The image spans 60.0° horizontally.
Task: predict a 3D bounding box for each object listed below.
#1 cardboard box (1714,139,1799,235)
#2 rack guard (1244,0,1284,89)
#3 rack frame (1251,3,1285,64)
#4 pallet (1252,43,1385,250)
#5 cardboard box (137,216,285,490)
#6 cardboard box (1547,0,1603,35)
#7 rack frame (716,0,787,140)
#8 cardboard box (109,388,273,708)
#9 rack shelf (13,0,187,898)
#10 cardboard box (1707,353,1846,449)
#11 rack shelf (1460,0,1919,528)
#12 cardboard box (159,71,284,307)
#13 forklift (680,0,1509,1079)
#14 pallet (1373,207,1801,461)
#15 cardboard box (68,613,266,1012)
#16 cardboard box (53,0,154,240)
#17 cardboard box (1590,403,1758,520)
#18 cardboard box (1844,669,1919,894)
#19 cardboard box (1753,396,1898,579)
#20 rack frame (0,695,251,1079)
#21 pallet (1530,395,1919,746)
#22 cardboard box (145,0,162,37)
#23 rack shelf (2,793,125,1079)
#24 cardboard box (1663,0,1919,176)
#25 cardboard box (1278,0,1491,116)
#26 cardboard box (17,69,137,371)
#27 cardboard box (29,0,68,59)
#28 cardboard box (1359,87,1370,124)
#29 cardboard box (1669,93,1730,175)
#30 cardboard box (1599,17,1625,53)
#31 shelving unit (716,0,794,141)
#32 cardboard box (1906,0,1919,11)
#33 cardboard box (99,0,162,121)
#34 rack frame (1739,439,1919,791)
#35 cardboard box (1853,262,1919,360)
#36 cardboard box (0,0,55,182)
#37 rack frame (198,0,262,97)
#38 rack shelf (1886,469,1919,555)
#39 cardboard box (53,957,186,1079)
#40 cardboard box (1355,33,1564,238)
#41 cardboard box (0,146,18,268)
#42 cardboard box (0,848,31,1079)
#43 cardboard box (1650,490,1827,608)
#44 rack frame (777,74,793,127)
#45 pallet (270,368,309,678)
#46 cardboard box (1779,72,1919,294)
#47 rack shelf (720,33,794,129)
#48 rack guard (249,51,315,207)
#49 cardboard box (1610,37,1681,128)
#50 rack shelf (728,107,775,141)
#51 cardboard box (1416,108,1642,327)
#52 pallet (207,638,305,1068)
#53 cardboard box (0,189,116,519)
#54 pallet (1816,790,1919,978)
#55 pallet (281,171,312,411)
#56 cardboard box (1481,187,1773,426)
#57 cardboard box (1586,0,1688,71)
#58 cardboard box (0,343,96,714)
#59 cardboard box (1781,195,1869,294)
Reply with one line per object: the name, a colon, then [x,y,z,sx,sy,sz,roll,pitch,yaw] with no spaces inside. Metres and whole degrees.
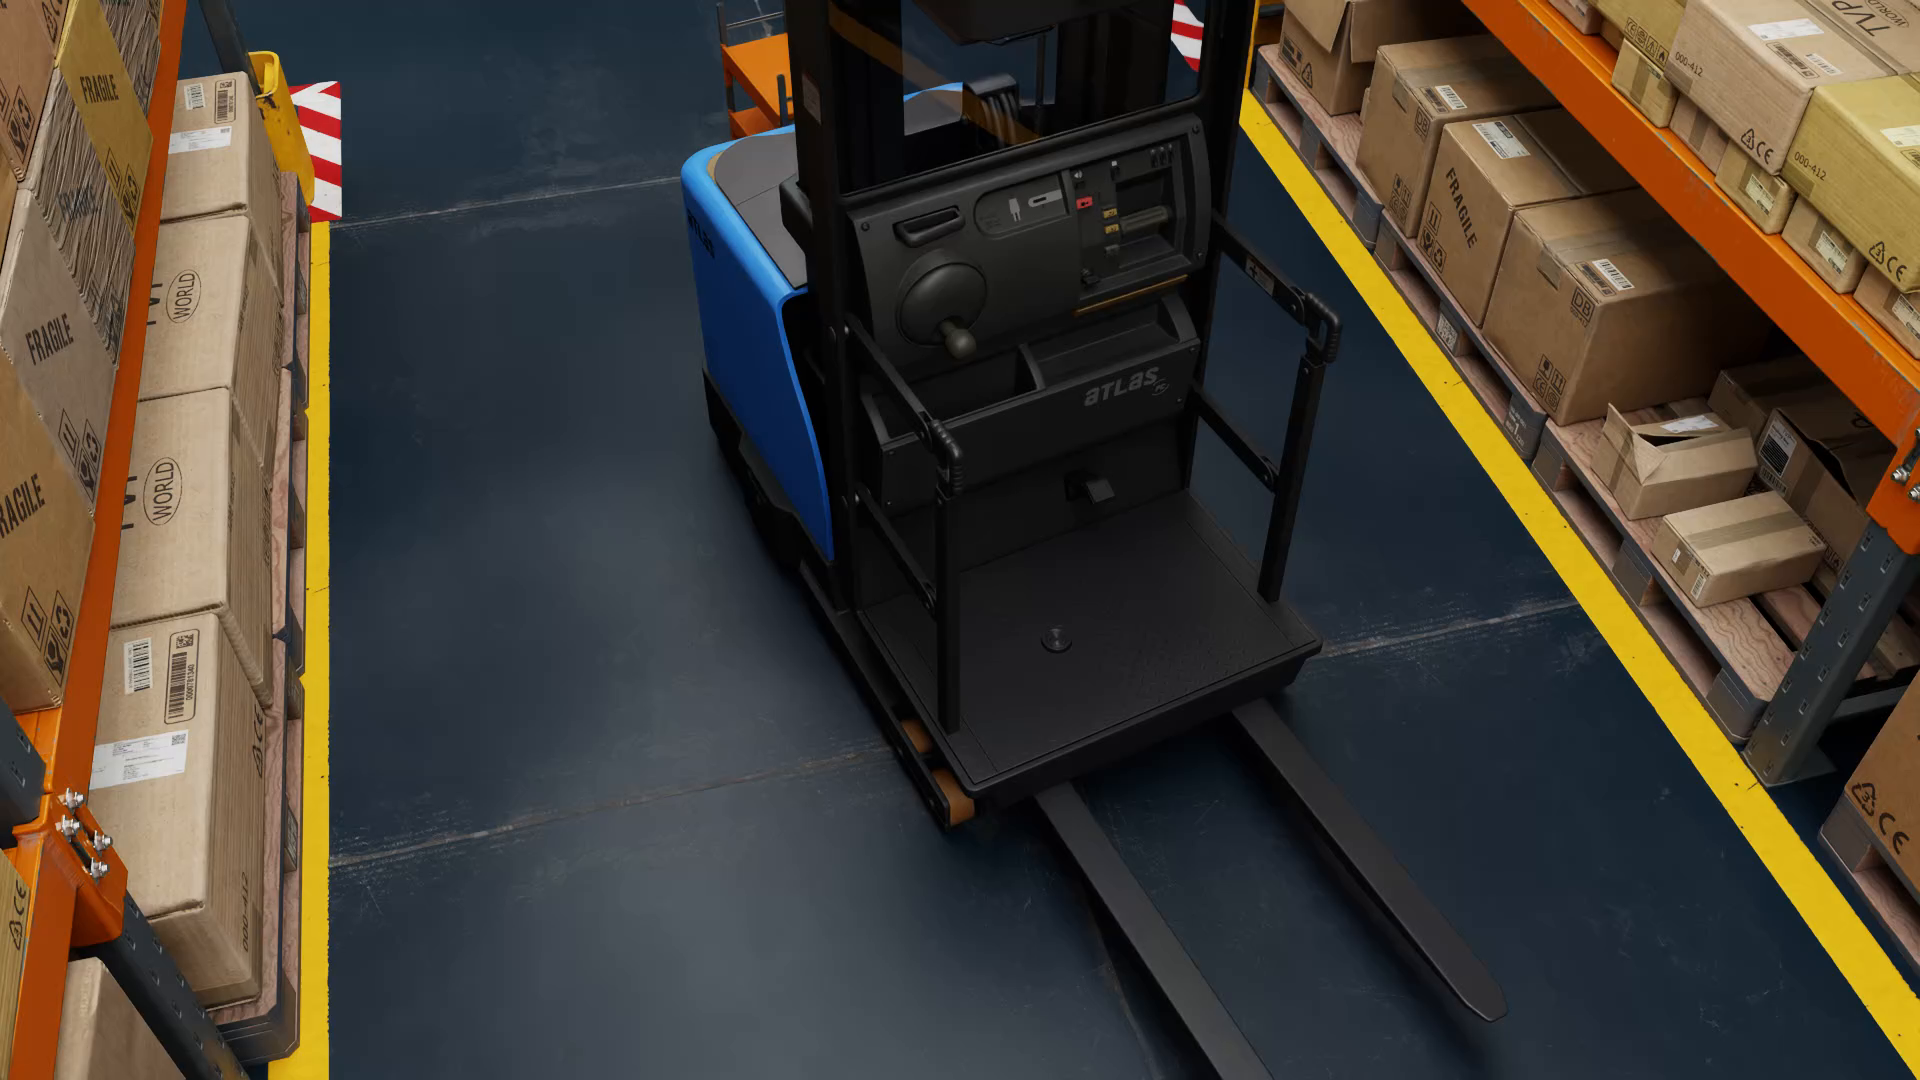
cardboard box: [2.179,-0.932,4.239,0.380,0.149,0.250,-10,46,-9]
rack guard: [1.678,-2.330,7.183,1.175,0.500,0.348,-11,47,-10]
rack frame: [1.658,-3.257,6.342,1.000,3.000,0.127,-11,47,-10]
pallet: [1.883,-1.678,6.747,1.003,0.211,1.213,-11,47,-10]
cardboard box: [-2.631,-0.530,5.169,0.875,0.438,0.875,-10,46,-9]
cardboard box: [1.979,-1.650,4.943,0.380,0.149,0.250,-11,47,-10]
rack frame: [-0.656,-1.299,5.683,0.240,1.200,0.015,-20,49,-19]
cardboard box: [-2.402,0.093,4.558,0.875,0.438,0.875,-12,47,-11]
rack shelf: [-2.627,-0.714,4.354,1.077,0.370,4.000,-11,47,-10]
cardboard box: [2.630,-0.443,5.286,0.380,0.149,0.250,-11,47,-11]
rack shelf: [2.170,-1.625,5.246,1.077,0.370,4.000,-11,47,-10]
cardboard box: [-2.874,-1.160,5.786,0.875,0.438,0.875,-12,47,-12]
forklift: [0.288,-0.625,3.811,1.130,2.935,3.031,-20,49,-19]
pallet: [2.191,-0.838,5.923,1.003,0.211,1.213,-11,47,-10]
cardboard box: [-2.172,0.711,3.953,0.875,0.438,0.875,-11,47,-11]
cardboard box: [-2.360,-1.041,4.100,0.500,0.500,0.500,-9,46,-9]
cardboard box: [2.164,-0.263,5.028,0.396,0.266,0.258,-9,46,-9]
cardboard box: [2.588,0.607,4.011,0.500,0.500,0.500,-9,46,-9]
cardboard box: [2.741,-0.201,4.935,0.500,0.311,0.500,-9,46,-9]
rack frame: [-2.112,0.414,2.744,0.949,2.616,0.053,-11,47,-10]
pallet: [2.507,0.006,5.096,1.003,0.211,1.213,-11,47,-10]
cardboard box: [-2.646,-1.748,4.793,0.500,0.500,0.500,-12,47,-11]
rack shelf: [-1.603,2.047,1.647,1.077,0.370,4.000,-11,47,-10]
cardboard box: [2.173,-1.197,4.220,0.500,0.250,0.500,-11,47,-10]
cardboard box: [1.723,-2.091,6.653,0.797,0.503,0.637,-12,47,-12]
cardboard box: [-2.228,-0.685,3.751,0.500,0.500,0.500,-10,47,-10]
cardboard box: [-2.373,-1.398,3.749,0.500,0.500,0.500,-11,47,-11]
cardboard box: [1.794,-1.666,6.485,0.380,0.149,0.250,-12,47,-12]
cardboard box: [2.138,-1.118,4.422,0.380,0.149,0.250,-10,46,-9]
cardboard box: [2.087,-1.488,4.784,0.380,0.149,0.250,-10,46,-10]
shelving unit: [-0.544,-1.144,5.531,0.258,1.200,0.503,-20,49,-19]
cardboard box: [2.681,-1.283,4.304,0.500,0.250,0.500,-11,47,-11]
cardboard box: [-2.505,-1.395,4.447,0.500,0.500,0.500,-9,46,-9]
rack frame: [2.682,-0.496,3.635,1.000,3.000,0.127,-11,47,-10]
cardboard box: [2.356,-0.582,3.896,0.380,0.149,0.250,-10,46,-10]
cardboard box: [-2.246,-1.049,3.408,0.500,0.500,0.500,-10,46,-10]
rack frame: [-3.139,-2.347,5.450,1.000,3.000,0.127,-11,47,-10]
rack shelf: [3.194,1.137,2.539,1.077,0.370,4.000,-11,47,-10]
cardboard box: [-1.879,1.425,2.947,0.875,0.875,0.875,-9,46,-9]
cardboard box: [1.904,-1.492,6.068,0.700,0.500,0.500,-9,46,-9]
cardboard box: [-2.126,-0.693,3.059,0.500,0.500,0.500,-11,47,-11]
cardboard box: [-1.757,0.731,2.539,0.500,0.250,0.500,-12,47,-11]
cardboard box: [2.256,0.024,4.828,0.380,0.149,0.250,-12,47,-12]
rack frame: [-0.432,-0.989,5.379,0.240,1.200,0.015,-20,49,-19]
pallet: [-2.550,0.007,5.095,1.003,0.211,1.213,-11,47,-10]
cardboard box: [2.316,-0.854,3.884,0.500,0.250,0.500,-10,46,-9]
rack shelf: [-0.544,-1.419,5.250,0.258,0.148,0.480,-20,49,-19]
rack guard: [-3.145,-1.489,6.359,1.175,0.500,0.348,-11,47,-10]
cardboard box: [2.045,-1.290,4.590,0.380,0.149,0.250,-11,47,-11]
rack shelf: [-0.544,-1.253,5.419,0.258,0.148,0.480,-20,49,-19]
cardboard box: [1.943,-1.109,5.693,0.500,0.500,0.500,-10,46,-10]
pallet: [-2.234,0.851,4.268,1.003,0.211,1.213,-11,47,-10]
cardboard box: [-2.107,-0.340,3.413,0.500,0.500,0.500,-10,47,-10]
pallet: [2.927,1.035,4.088,1.003,0.211,1.213,-11,47,-10]
pallet: [-2.859,-0.833,5.919,1.003,0.211,1.213,-11,47,-10]
cardboard box: [2.170,-0.776,5.366,0.700,0.500,0.500,-12,47,-12]
cardboard box: [2.058,-1.544,4.560,0.500,0.250,0.500,-11,47,-11]
cardboard box: [-1.982,0.008,3.072,0.500,0.500,0.500,-9,46,-9]
cardboard box: [2.269,-0.757,4.068,0.380,0.149,0.250,-10,46,-9]
